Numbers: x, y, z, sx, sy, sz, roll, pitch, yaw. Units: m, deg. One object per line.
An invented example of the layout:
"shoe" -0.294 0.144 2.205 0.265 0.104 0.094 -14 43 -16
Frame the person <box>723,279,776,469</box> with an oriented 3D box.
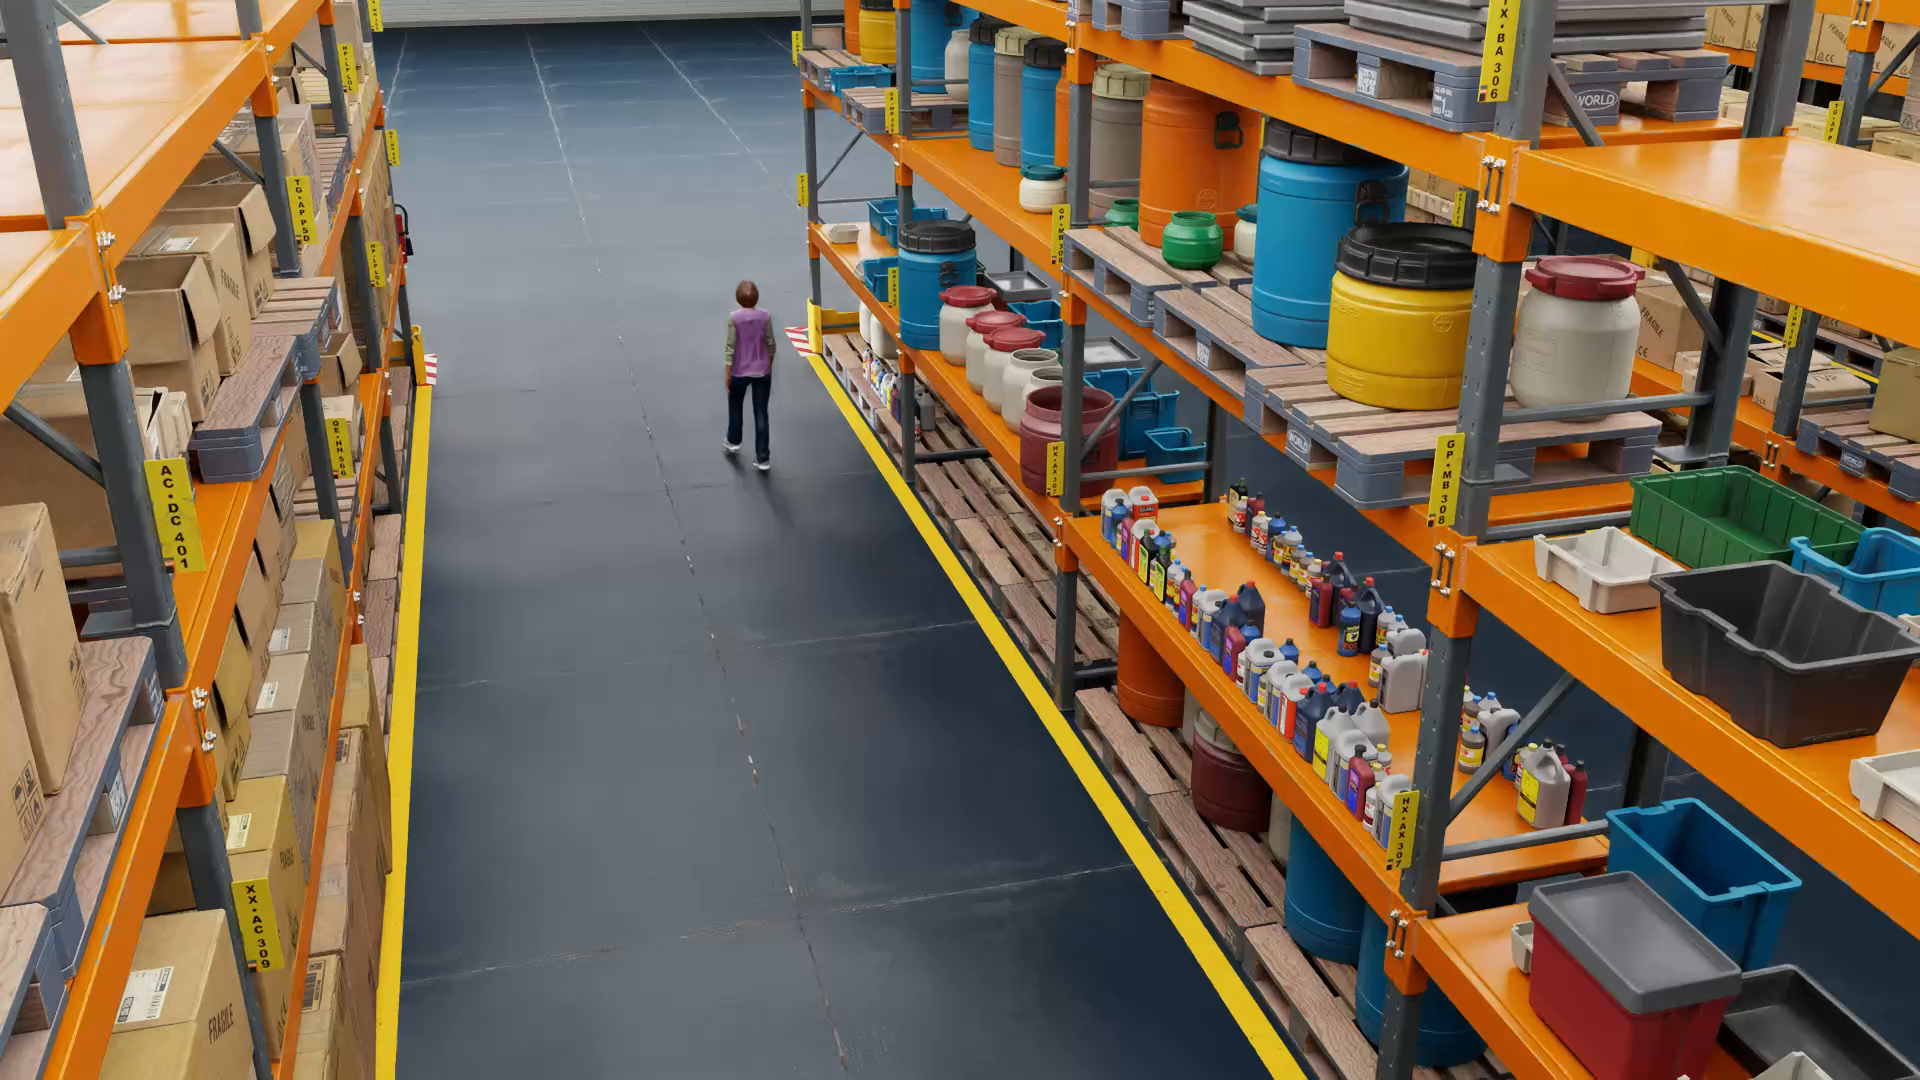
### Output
"person" -1.766 -1.428 13.934 0.456 1.562 0.812 -5 24 -13
